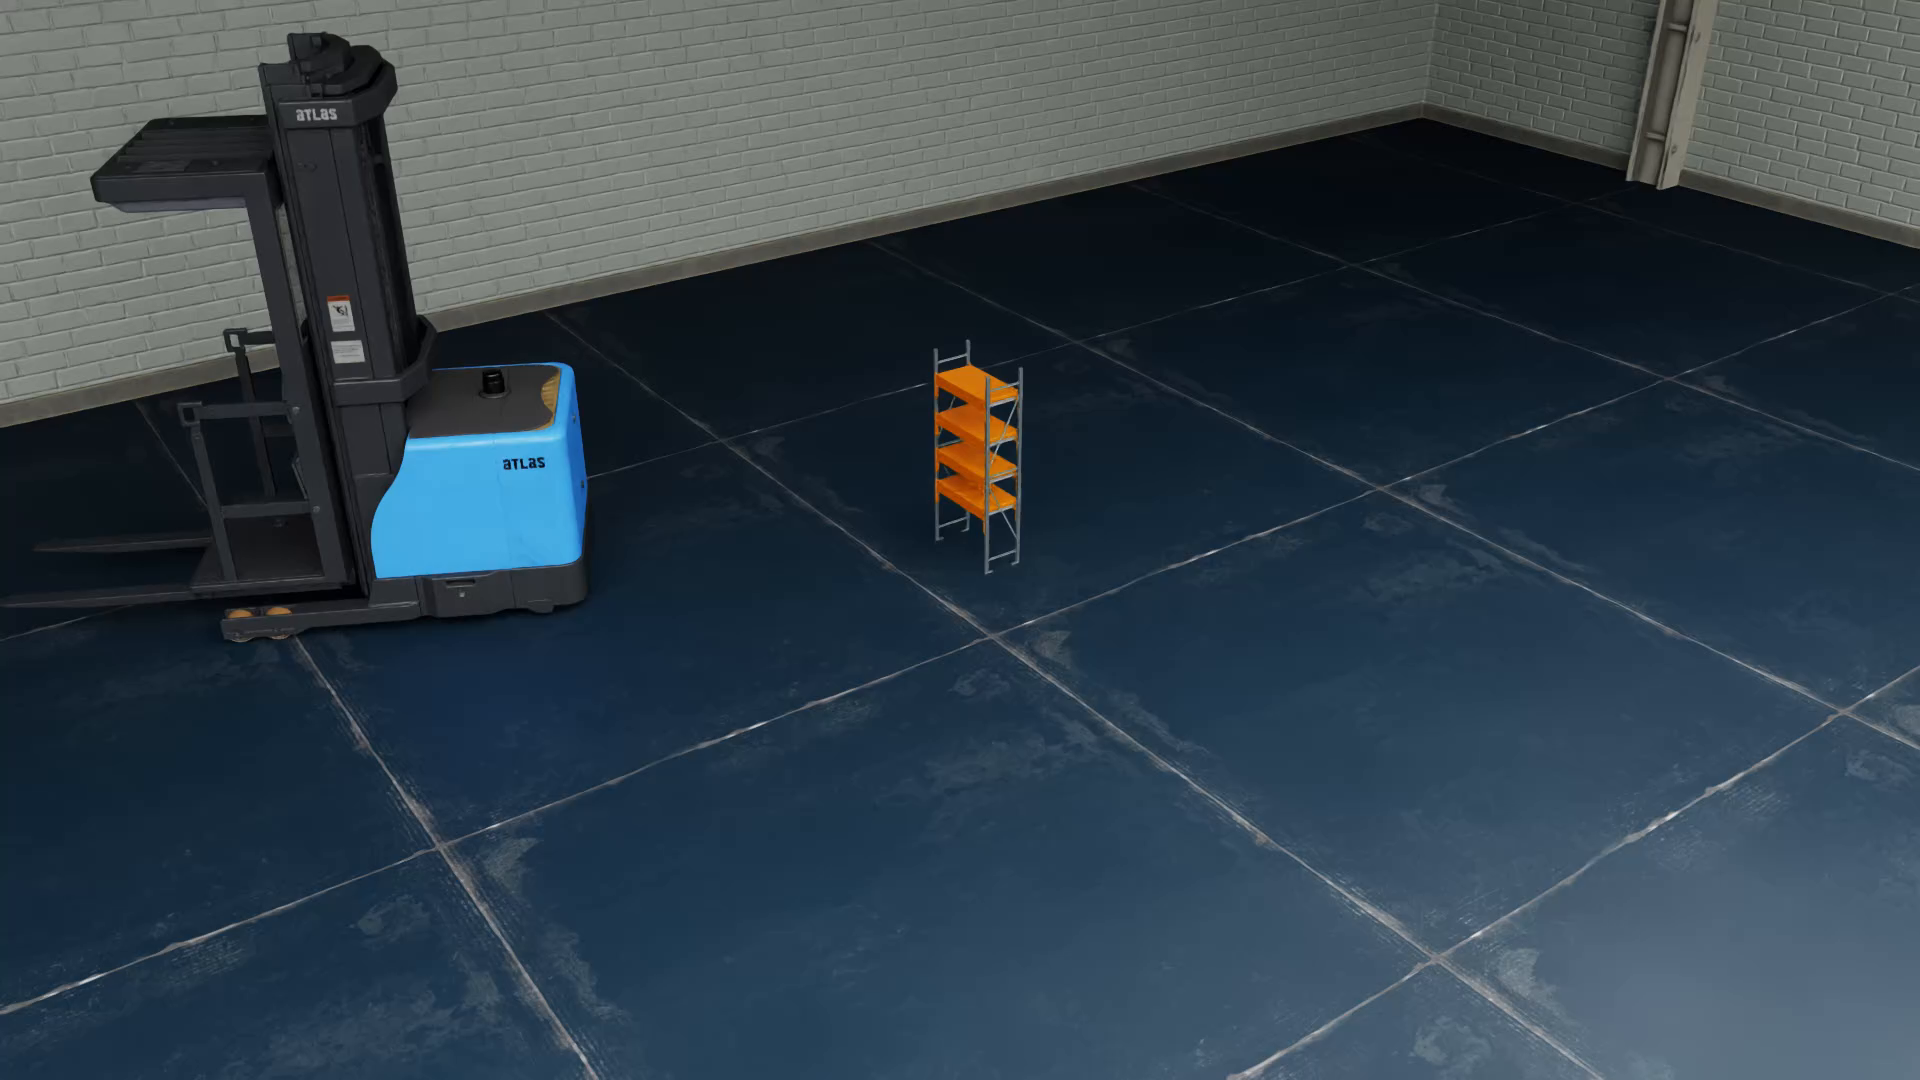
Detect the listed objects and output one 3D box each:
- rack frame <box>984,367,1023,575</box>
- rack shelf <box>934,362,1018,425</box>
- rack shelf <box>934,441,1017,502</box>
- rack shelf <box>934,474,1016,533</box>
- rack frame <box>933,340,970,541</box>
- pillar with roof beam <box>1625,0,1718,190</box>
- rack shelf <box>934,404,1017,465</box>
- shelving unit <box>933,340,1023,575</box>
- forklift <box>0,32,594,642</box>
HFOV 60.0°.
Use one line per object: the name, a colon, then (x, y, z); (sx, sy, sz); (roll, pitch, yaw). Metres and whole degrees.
rack frame: (0.238, -0.368, 9.170); (0.240, 1.200, 0.015); (-19, 34, -31)
rack shelf: (0.096, -0.808, 9.158); (0.258, 0.148, 0.480); (-19, 34, -31)
rack shelf: (0.096, -0.404, 9.377); (0.258, 0.148, 0.480); (-19, 34, -31)
rack shelf: (0.096, -0.229, 9.472); (0.258, 0.148, 0.480); (-19, 34, -31)
rack frame: (-0.046, -0.558, 9.520); (0.240, 1.200, 0.015); (-19, 34, -31)
pillar with roof beam: (3.213, -6.235, 11.801); (9.100, 9.000, 0.400); (-19, 34, -31)
rack shelf: (0.096, -0.600, 9.270); (0.258, 0.148, 0.480); (-19, 34, -31)
shelving unit: (0.096, -0.463, 9.345); (0.258, 1.200, 0.503); (-19, 34, -31)
forklift: (-3.587, -1.020, 8.558); (3.031, 2.935, 1.130); (-4, 29, -8)
